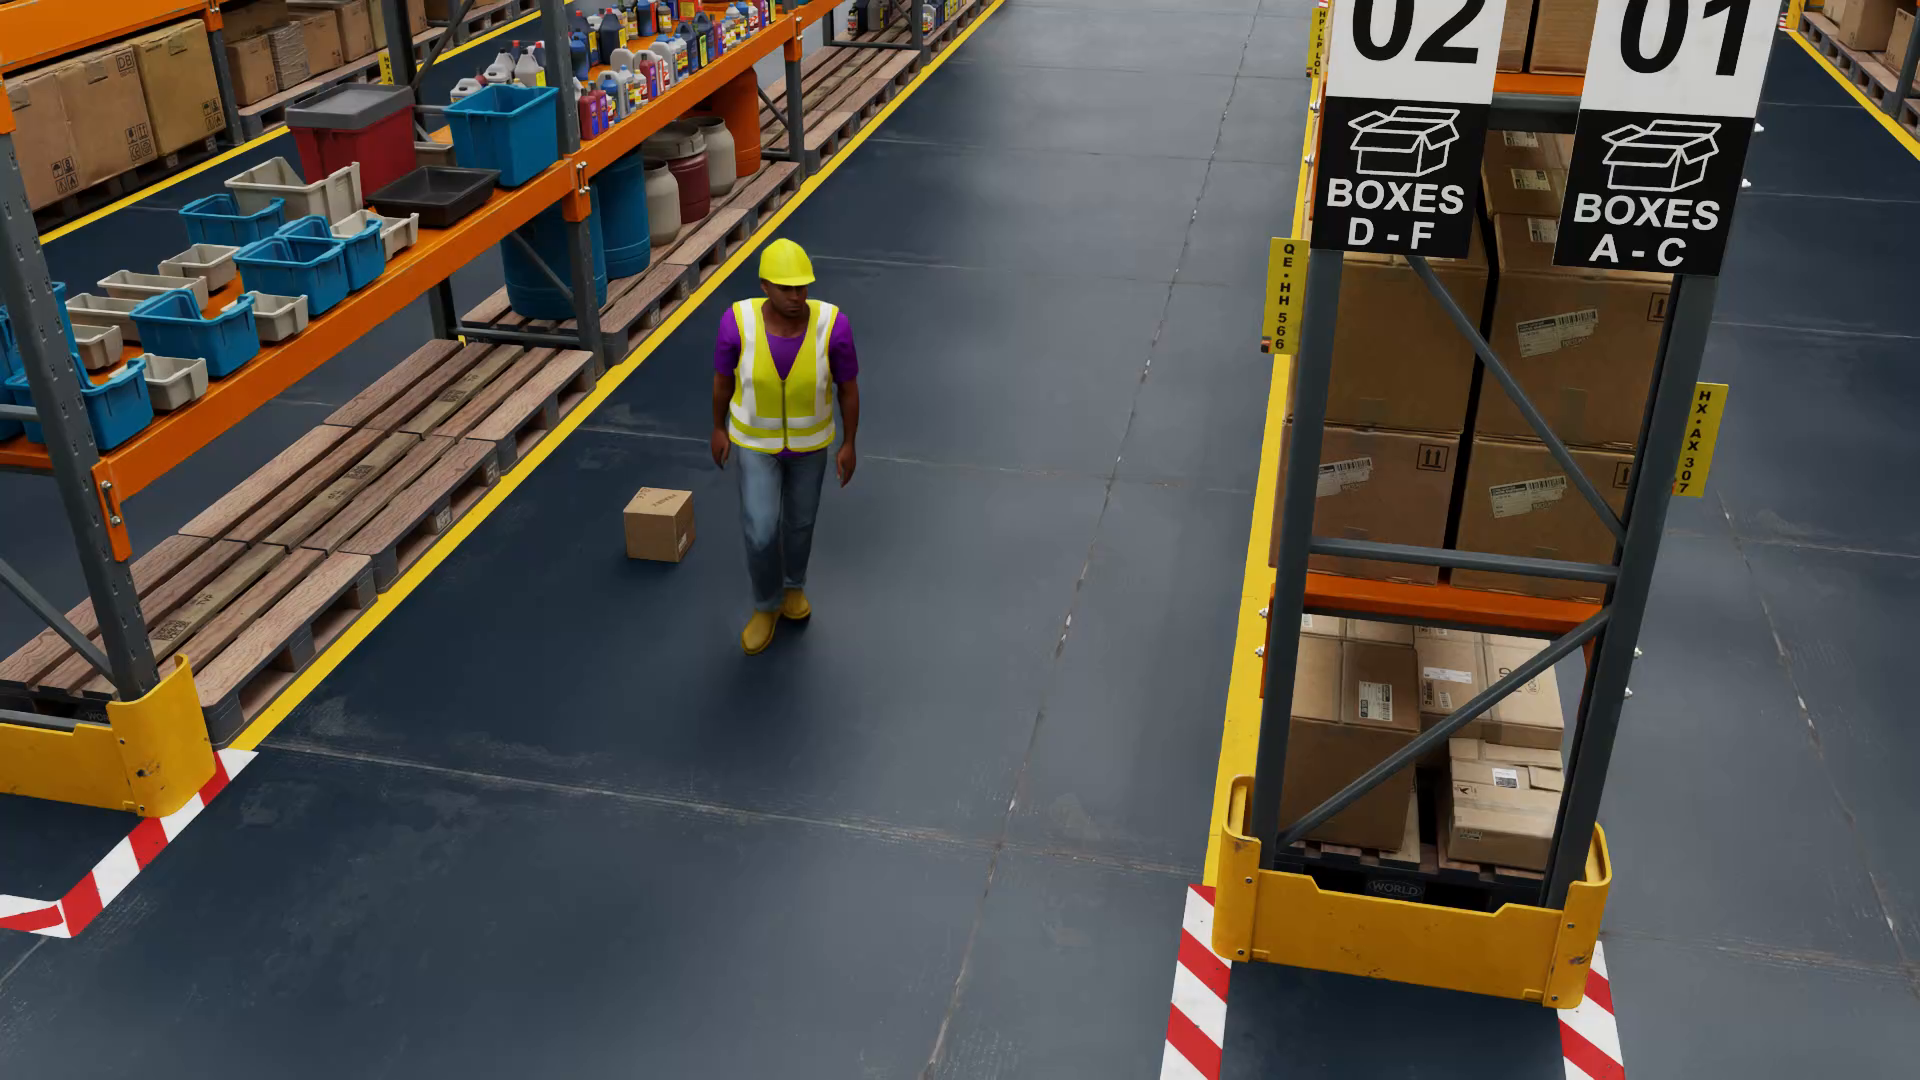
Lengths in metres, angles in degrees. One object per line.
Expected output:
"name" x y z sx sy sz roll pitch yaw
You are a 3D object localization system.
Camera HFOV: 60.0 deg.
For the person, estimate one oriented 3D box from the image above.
"person" -0.714 -0.407 6.834 0.607 1.766 0.553 -6 29 -11
